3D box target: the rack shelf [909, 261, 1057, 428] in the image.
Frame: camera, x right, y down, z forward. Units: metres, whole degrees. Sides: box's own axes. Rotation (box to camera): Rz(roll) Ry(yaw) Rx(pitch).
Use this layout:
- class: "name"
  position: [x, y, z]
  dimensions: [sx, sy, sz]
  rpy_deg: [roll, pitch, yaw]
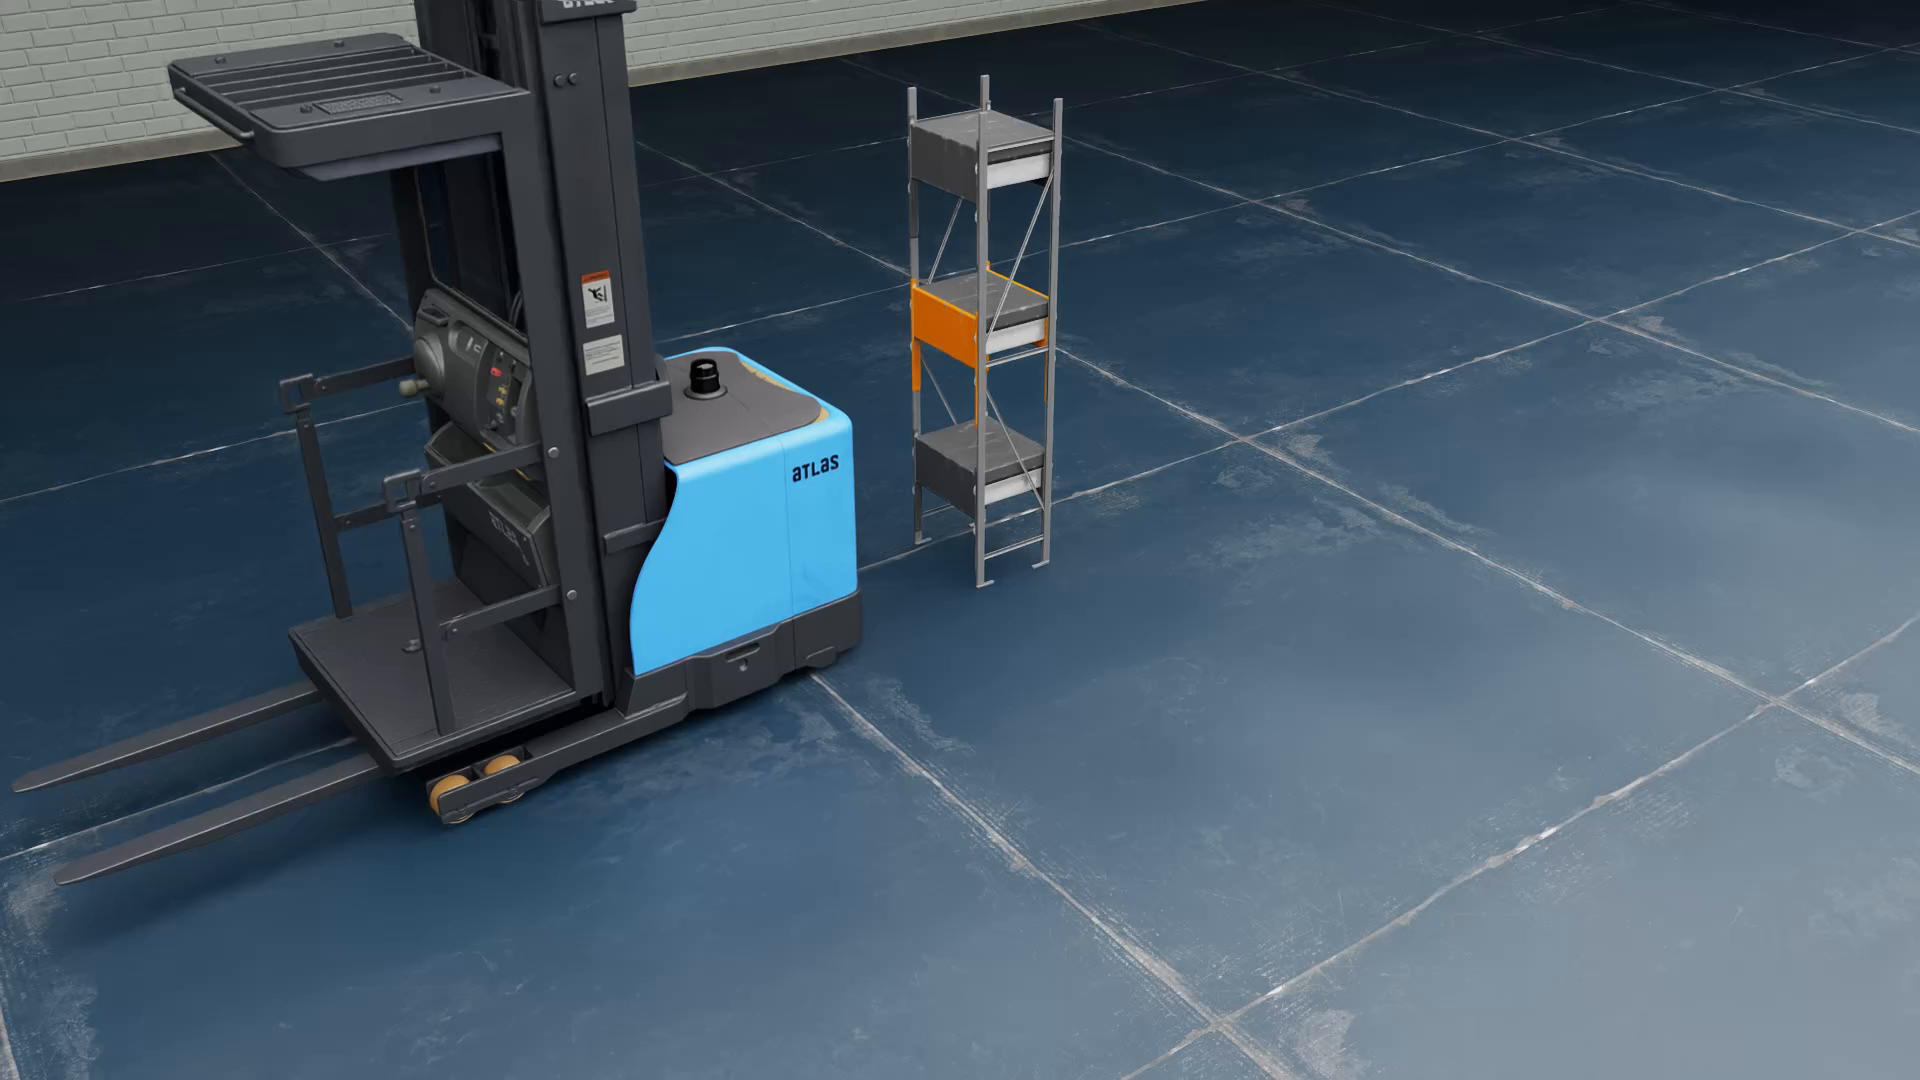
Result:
- class: "rack shelf"
  position: [0.096, -0.846, 7.137]
  dimensions: [0.431, 0.518, 0.480]
  rpy_deg: [-19, 34, -31]

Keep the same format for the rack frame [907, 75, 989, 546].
- class: "rack frame"
  position: [-0.046, -0.953, 7.305]
  dimensions: [0.400, 2.100, 0.015]
  rpy_deg: [-19, 34, -31]

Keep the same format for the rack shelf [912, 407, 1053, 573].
- class: "rack shelf"
  position: [0.096, -0.231, 7.471]
  dimensions: [0.431, 0.518, 0.480]
  rpy_deg: [-19, 34, -31]

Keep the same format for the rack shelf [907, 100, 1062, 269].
- class: "rack shelf"
  position: [0.096, -1.461, 6.803]
  dimensions: [0.431, 0.518, 0.480]
  rpy_deg: [-19, 34, -31]

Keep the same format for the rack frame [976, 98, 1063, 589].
- class: "rack frame"
  position: [0.238, -0.763, 6.956]
  dimensions: [0.400, 2.100, 0.015]
  rpy_deg: [-19, 34, -31]

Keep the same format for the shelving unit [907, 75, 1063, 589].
- class: "shelving unit"
  position: [0.096, -0.858, 7.130]
  dimensions: [0.431, 2.100, 0.503]
  rpy_deg: [-19, 34, -31]

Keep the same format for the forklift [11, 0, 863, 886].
- class: "forklift"
  position: [-1.875, -0.569, 5.726]
  dimensions: [3.031, 2.935, 1.130]
  rpy_deg: [-20, 35, -33]
